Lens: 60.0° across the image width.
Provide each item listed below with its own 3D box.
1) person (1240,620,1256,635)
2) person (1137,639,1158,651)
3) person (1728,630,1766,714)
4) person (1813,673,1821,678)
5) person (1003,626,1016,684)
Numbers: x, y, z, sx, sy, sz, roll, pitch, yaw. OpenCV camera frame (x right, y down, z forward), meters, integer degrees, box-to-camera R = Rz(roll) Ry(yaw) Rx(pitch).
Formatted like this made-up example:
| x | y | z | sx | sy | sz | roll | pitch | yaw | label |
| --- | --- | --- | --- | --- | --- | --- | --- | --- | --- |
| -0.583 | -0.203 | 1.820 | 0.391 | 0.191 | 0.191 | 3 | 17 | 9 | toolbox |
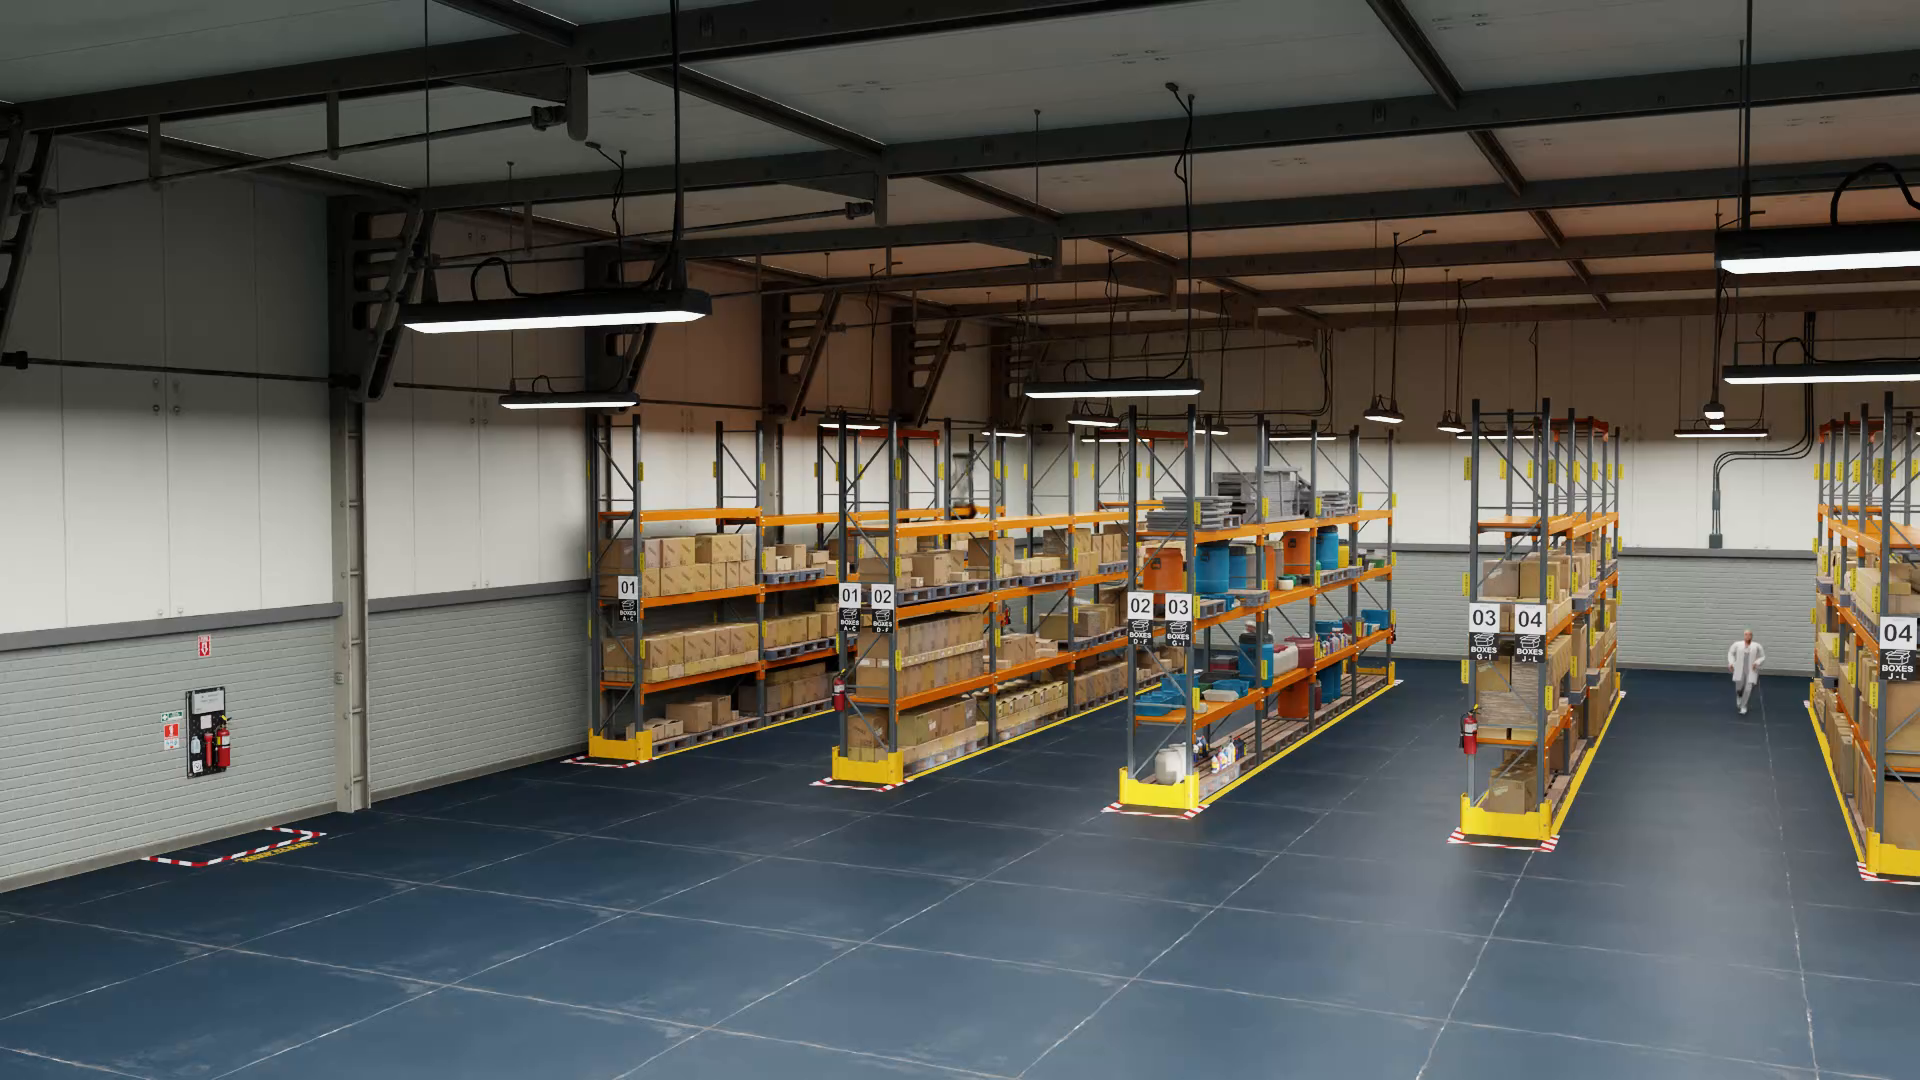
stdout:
| x | y | z | sx | sy | sz | roll | pitch | yaw | label |
| --- | --- | --- | --- | --- | --- | --- | --- | --- | --- |
| 6.342 | 2.636 | 36.268 | 0.601 | 1.818 | 0.907 | 1 | 3 | 22 | person |
| 4.734 | 2.383 | 42.713 | 1.025 | 1.784 | 0.658 | 1 | 3 | 26 | person |
| 16.311 | 2.730 | 34.489 | 0.715 | 1.735 | 0.640 | 1 | 3 | 27 | person |
| 19.007 | 2.680 | 36.346 | 0.610 | 1.745 | 0.800 | 1 | 3 | 22 | person |
| 1.067 | 2.683 | 36.602 | 0.561 | 1.608 | 0.798 | 1 | 2 | 17 | person |
